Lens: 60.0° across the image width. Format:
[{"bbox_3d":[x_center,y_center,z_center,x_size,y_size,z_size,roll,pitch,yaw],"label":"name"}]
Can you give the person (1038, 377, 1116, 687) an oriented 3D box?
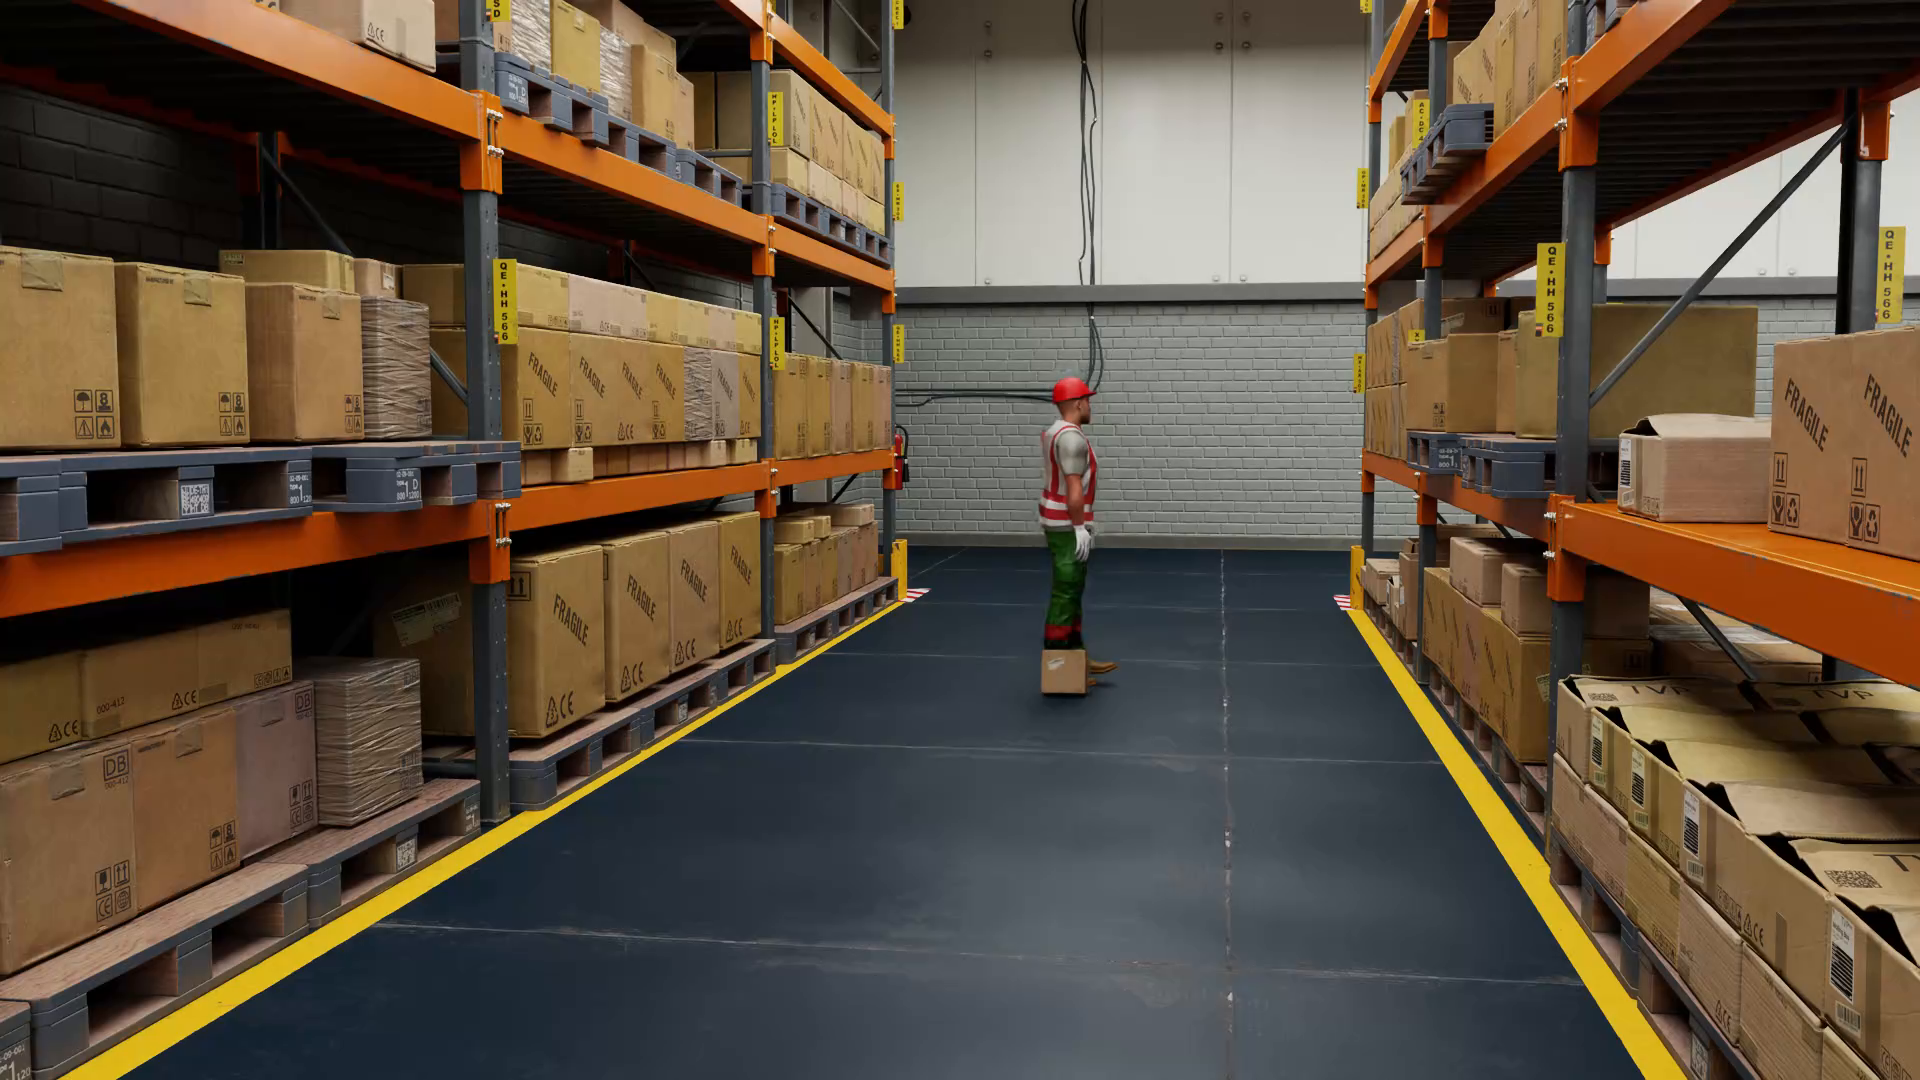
[{"bbox_3d":[0.707,-0.058,9.779,0.479,1.795,0.568,0,4,-6],"label":"person"}]
